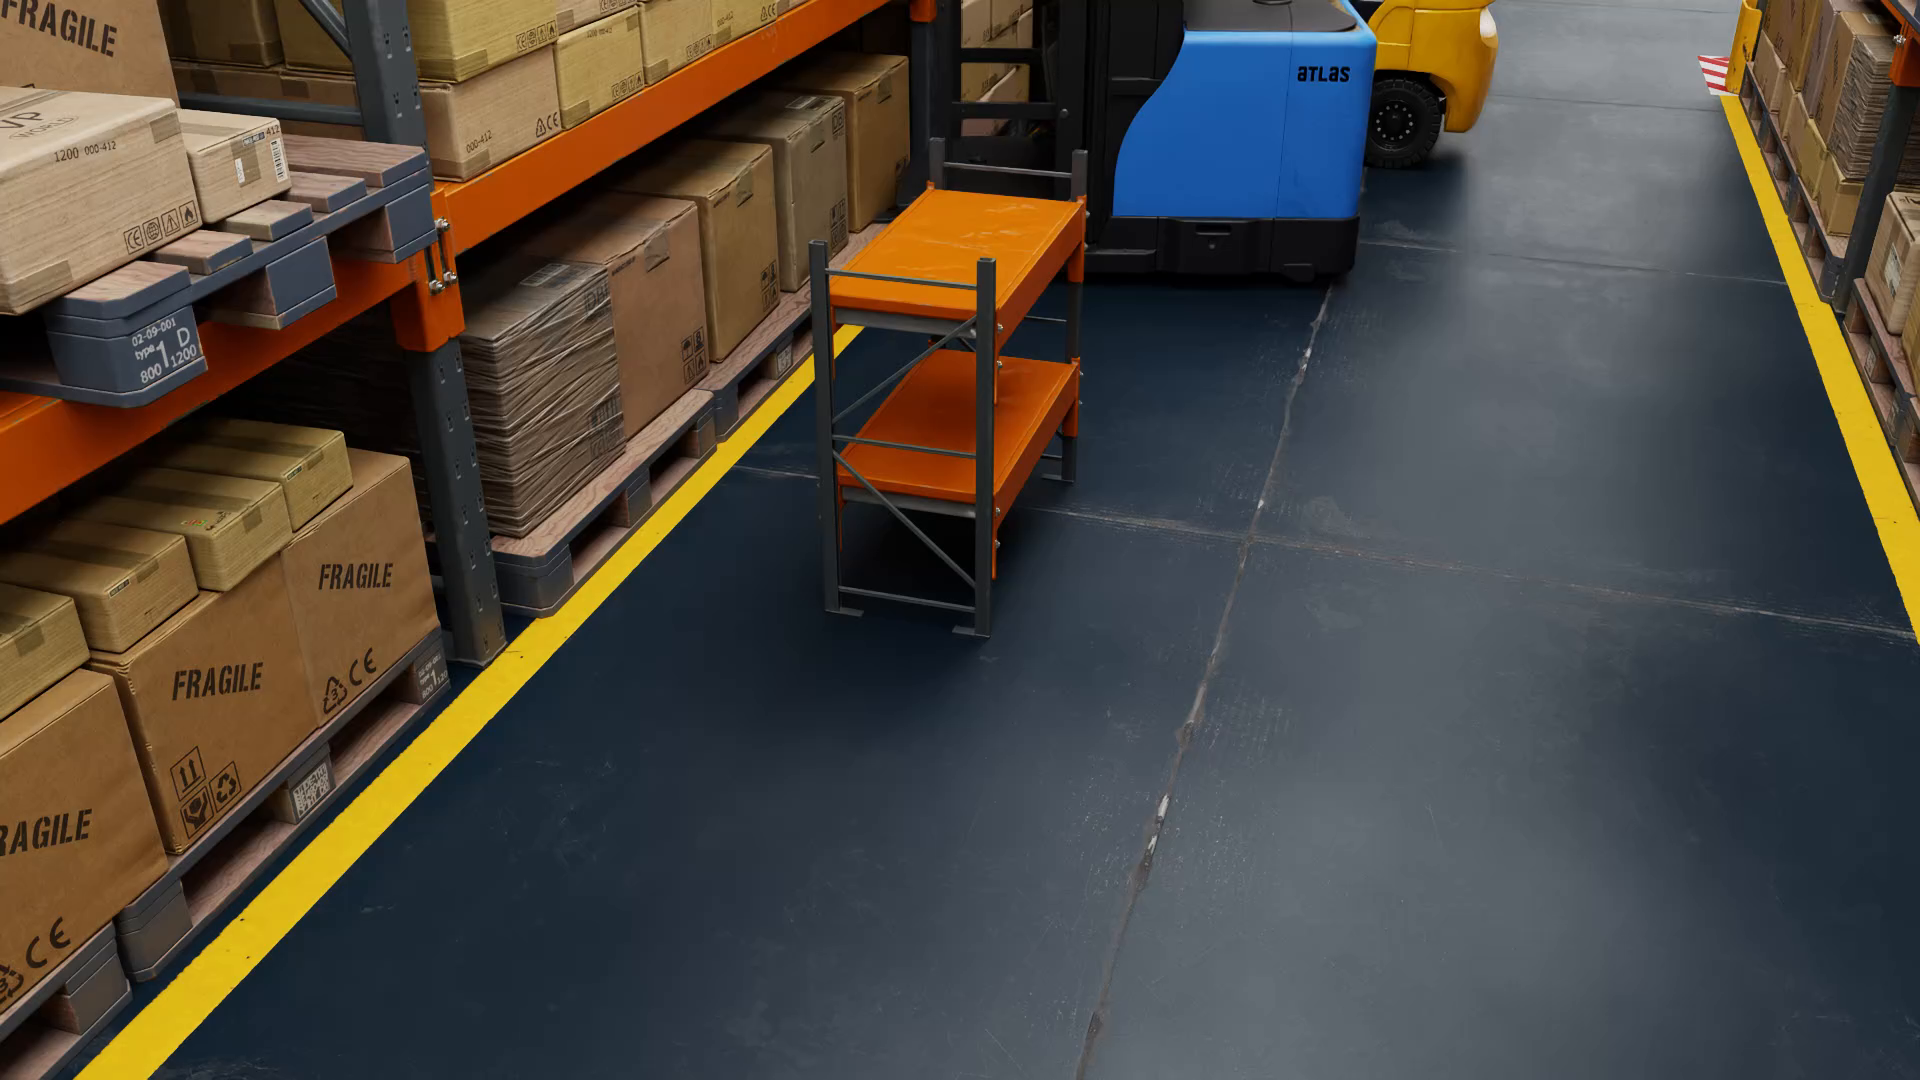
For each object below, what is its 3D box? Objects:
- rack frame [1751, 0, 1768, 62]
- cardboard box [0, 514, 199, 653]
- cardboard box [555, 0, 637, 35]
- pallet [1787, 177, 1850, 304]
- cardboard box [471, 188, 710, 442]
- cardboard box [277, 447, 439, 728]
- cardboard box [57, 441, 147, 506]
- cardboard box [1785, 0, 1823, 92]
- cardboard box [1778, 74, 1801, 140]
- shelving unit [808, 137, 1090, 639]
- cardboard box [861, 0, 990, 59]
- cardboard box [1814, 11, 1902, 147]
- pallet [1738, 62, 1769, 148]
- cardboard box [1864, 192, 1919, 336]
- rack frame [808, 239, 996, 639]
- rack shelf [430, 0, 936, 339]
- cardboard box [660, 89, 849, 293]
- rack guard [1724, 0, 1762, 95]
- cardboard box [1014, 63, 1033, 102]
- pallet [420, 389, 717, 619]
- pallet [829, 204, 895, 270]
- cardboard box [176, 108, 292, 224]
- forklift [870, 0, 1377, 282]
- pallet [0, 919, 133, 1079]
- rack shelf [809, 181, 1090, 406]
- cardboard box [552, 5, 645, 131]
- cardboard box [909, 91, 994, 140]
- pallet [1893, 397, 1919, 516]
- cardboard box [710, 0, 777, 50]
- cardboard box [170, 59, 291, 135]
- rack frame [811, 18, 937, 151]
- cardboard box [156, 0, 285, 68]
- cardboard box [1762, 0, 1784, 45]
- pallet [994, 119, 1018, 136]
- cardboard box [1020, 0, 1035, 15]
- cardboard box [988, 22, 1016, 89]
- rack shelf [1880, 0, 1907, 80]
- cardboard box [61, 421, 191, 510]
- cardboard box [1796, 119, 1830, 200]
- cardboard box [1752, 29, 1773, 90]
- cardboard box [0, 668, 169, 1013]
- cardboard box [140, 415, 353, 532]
[{"bbox_3d":[5.319,-4.063,9.468,1.000,3.000,0.127,8,30,15],"label":"rack frame"},{"bbox_3d":[-1.848,0.087,3.480,0.380,0.149,0.250,7,30,13],"label":"cardboard box"},{"bbox_3d":[-1.263,-1.608,4.696,0.500,0.250,0.500,9,30,16],"label":"cardboard box"},{"bbox_3d":[4.308,-1.302,7.374,1.003,0.211,1.213,8,30,15],"label":"pallet"},{"bbox_3d":[-1.395,-0.790,5.595,0.875,0.625,0.625,9,30,17],"label":"cardboard box"},{"bbox_3d":[-1.694,0.084,4.152,0.500,0.500,0.500,9,30,16],"label":"cardboard box"},{"bbox_3d":[-2.226,-0.228,4.047,0.380,0.149,0.250,10,31,17],"label":"cardboard box"},{"bbox_3d":[4.507,-2.550,8.374,0.500,0.500,0.500,9,30,16],"label":"cardboard box"},{"bbox_3d":[4.513,-2.218,8.548,0.500,0.250,0.500,11,31,18],"label":"cardboard box"},{"bbox_3d":[-0.002,-0.488,4.971,0.538,1.125,1.048,8,30,15],"label":"shelving unit"},{"bbox_3d":[-0.159,-2.509,8.043,0.500,0.250,0.500,8,30,14],"label":"cardboard box"},{"bbox_3d":[4.210,-2.063,7.499,0.500,0.500,0.500,9,30,16],"label":"cardboard box"},{"bbox_3d":[5.025,-2.436,9.413,1.003,0.211,1.213,8,30,15],"label":"pallet"},{"bbox_3d":[3.993,-0.995,6.224,0.950,0.372,0.625,9,30,16],"label":"cardboard box"},{"bbox_3d":[-0.151,-0.252,4.546,0.500,1.125,0.032,8,30,15],"label":"rack frame"},{"bbox_3d":[-1.188,-1.667,5.900,1.077,0.370,4.000,8,30,15],"label":"rack shelf"},{"bbox_3d":[-0.979,-1.453,6.786,0.875,0.625,0.625,8,30,14],"label":"cardboard box"},{"bbox_3d":[5.297,-2.935,10.012,1.175,0.500,0.348,8,30,15],"label":"rack guard"},{"bbox_3d":[0.128,-2.549,9.143,0.500,0.250,0.500,9,30,16],"label":"cardboard box"},{"bbox_3d":[-1.496,-0.210,5.410,1.003,0.211,1.213,8,30,15],"label":"pallet"},{"bbox_3d":[-0.780,-1.344,7.449,1.003,0.211,1.213,8,30,15],"label":"pallet"},{"bbox_3d":[-1.601,-0.765,3.367,0.380,0.149,0.250,9,30,16],"label":"cardboard box"},{"bbox_3d":[0.221,-2.650,6.999,3.031,2.935,1.130,1,29,2],"label":"forklift"},{"bbox_3d":[-2.390,1.074,3.103,1.003,0.211,1.213,8,30,15],"label":"pallet"},{"bbox_3d":[-0.002,-0.744,4.829,0.538,0.278,1.000,8,30,15],"label":"rack shelf"},{"bbox_3d":[-1.259,-1.390,4.818,0.500,0.250,0.500,8,30,14],"label":"cardboard box"},{"bbox_3d":[-0.143,-2.070,8.282,0.500,0.250,0.500,9,30,15],"label":"cardboard box"},{"bbox_3d":[3.562,-0.054,5.131,1.003,0.211,1.213,8,30,15],"label":"pallet"},{"bbox_3d":[-0.961,-1.872,5.683,0.500,0.250,0.500,9,30,16],"label":"cardboard box"},{"bbox_3d":[-1.888,-1.231,4.532,0.500,0.250,0.500,8,30,14],"label":"cardboard box"},{"bbox_3d":[-0.601,-2.910,7.396,1.000,3.000,0.127,8,30,15],"label":"rack frame"},{"bbox_3d":[-1.909,-1.453,4.416,0.500,0.250,0.500,9,30,16],"label":"cardboard box"},{"bbox_3d":[4.812,-3.026,9.229,0.500,0.500,0.500,7,30,13],"label":"cardboard box"},{"bbox_3d":[-0.328,-2.056,8.728,1.003,0.211,1.213,8,30,15],"label":"pallet"},{"bbox_3d":[0.136,-2.978,8.886,0.500,0.250,0.500,10,30,17],"label":"cardboard box"},{"bbox_3d":[-0.018,-2.526,8.587,0.500,0.250,0.500,8,30,15],"label":"cardboard box"},{"bbox_3d":[4.732,-2.819,7.972,1.077,0.370,4.000,8,30,15],"label":"rack shelf"},{"bbox_3d":[-2.167,0.013,4.280,0.500,0.500,0.500,10,31,17],"label":"cardboard box"},{"bbox_3d":[4.208,-1.748,7.703,0.500,0.250,0.500,8,30,14],"label":"cardboard box"},{"bbox_3d":[4.818,-2.709,9.431,0.500,0.250,0.500,8,30,14],"label":"cardboard box"},{"bbox_3d":[-2.002,0.559,3.299,0.500,0.500,0.500,10,31,17],"label":"cardboard box"},{"bbox_3d":[-1.678,-0.161,3.925,0.380,0.149,0.250,7,30,12],"label":"cardboard box"}]
